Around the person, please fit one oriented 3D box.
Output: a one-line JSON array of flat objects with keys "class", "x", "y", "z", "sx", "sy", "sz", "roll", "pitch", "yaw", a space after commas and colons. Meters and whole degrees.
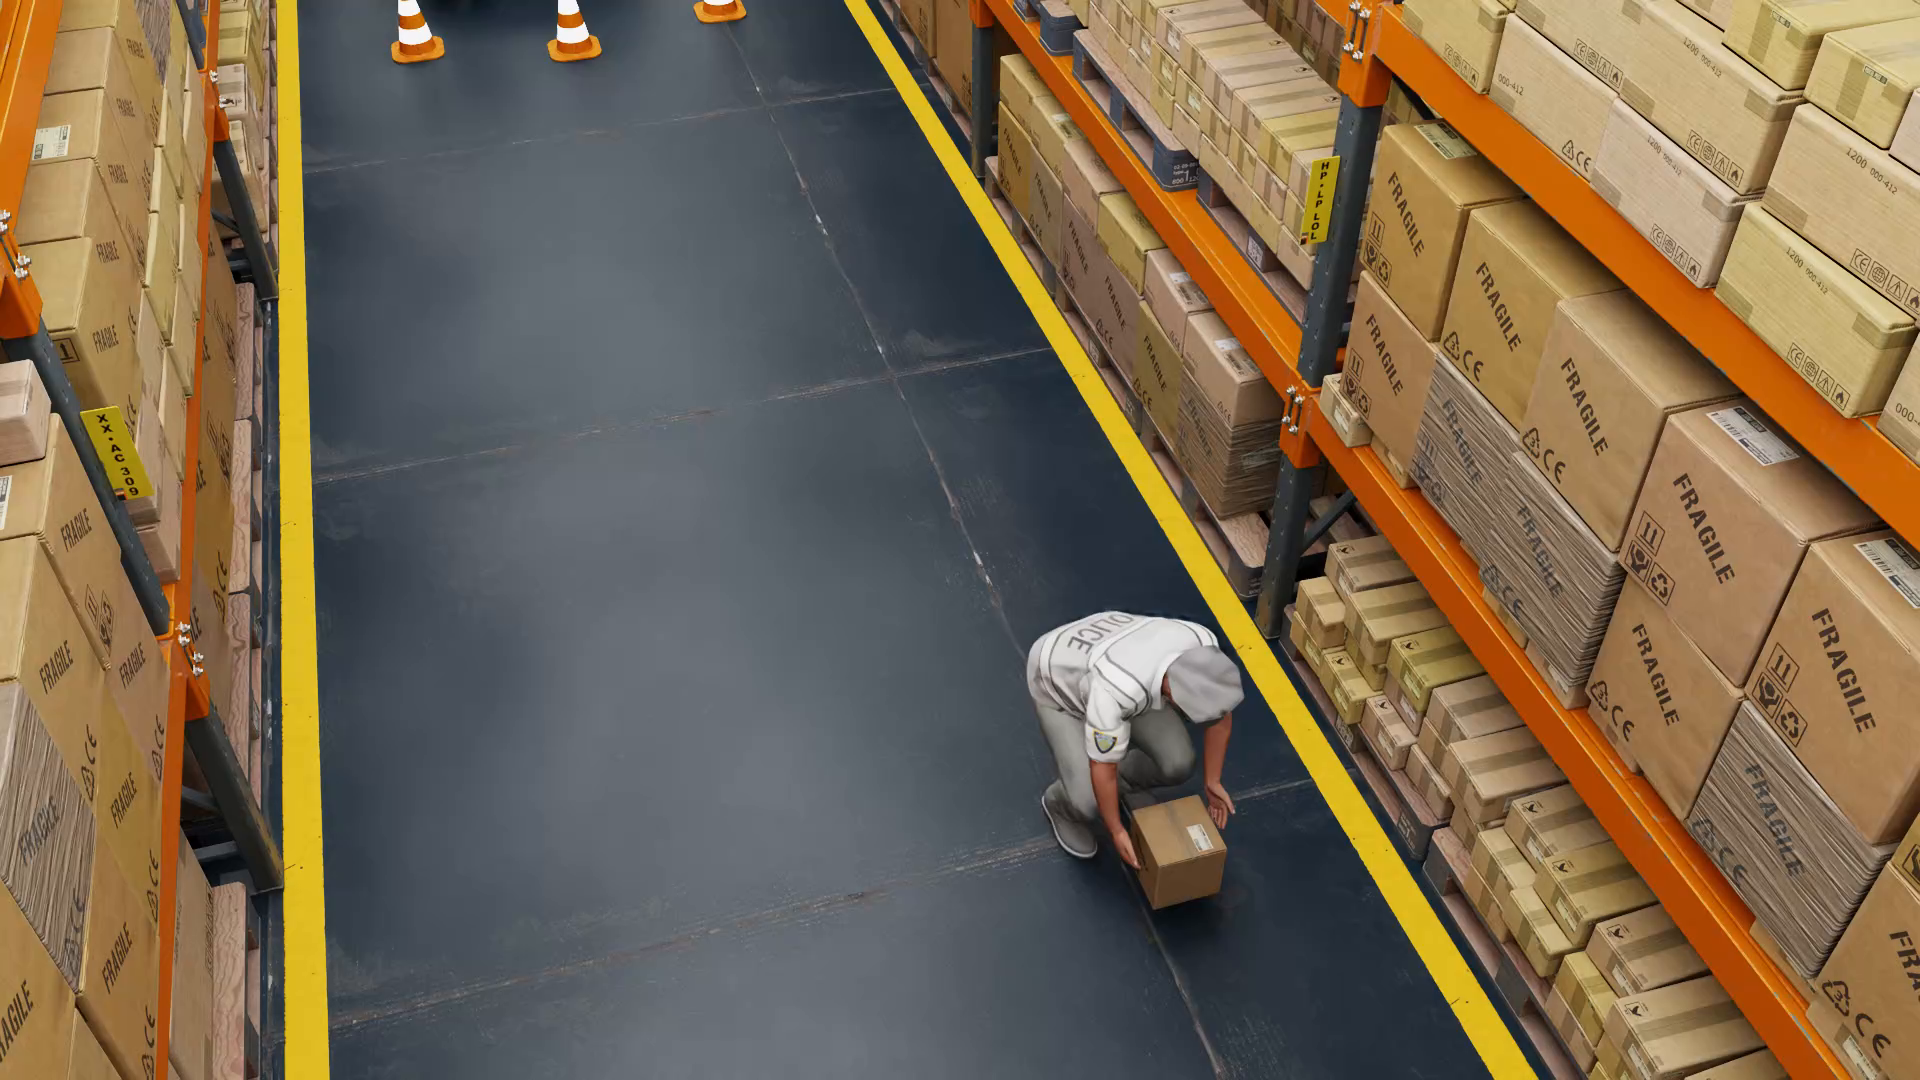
[{"class": "person", "x": 0.615, "y": 0.652, "z": 5.854, "sx": 0.577, "sy": 1.190, "sz": 0.898, "roll": -18, "pitch": 45, "yaw": -19}]
